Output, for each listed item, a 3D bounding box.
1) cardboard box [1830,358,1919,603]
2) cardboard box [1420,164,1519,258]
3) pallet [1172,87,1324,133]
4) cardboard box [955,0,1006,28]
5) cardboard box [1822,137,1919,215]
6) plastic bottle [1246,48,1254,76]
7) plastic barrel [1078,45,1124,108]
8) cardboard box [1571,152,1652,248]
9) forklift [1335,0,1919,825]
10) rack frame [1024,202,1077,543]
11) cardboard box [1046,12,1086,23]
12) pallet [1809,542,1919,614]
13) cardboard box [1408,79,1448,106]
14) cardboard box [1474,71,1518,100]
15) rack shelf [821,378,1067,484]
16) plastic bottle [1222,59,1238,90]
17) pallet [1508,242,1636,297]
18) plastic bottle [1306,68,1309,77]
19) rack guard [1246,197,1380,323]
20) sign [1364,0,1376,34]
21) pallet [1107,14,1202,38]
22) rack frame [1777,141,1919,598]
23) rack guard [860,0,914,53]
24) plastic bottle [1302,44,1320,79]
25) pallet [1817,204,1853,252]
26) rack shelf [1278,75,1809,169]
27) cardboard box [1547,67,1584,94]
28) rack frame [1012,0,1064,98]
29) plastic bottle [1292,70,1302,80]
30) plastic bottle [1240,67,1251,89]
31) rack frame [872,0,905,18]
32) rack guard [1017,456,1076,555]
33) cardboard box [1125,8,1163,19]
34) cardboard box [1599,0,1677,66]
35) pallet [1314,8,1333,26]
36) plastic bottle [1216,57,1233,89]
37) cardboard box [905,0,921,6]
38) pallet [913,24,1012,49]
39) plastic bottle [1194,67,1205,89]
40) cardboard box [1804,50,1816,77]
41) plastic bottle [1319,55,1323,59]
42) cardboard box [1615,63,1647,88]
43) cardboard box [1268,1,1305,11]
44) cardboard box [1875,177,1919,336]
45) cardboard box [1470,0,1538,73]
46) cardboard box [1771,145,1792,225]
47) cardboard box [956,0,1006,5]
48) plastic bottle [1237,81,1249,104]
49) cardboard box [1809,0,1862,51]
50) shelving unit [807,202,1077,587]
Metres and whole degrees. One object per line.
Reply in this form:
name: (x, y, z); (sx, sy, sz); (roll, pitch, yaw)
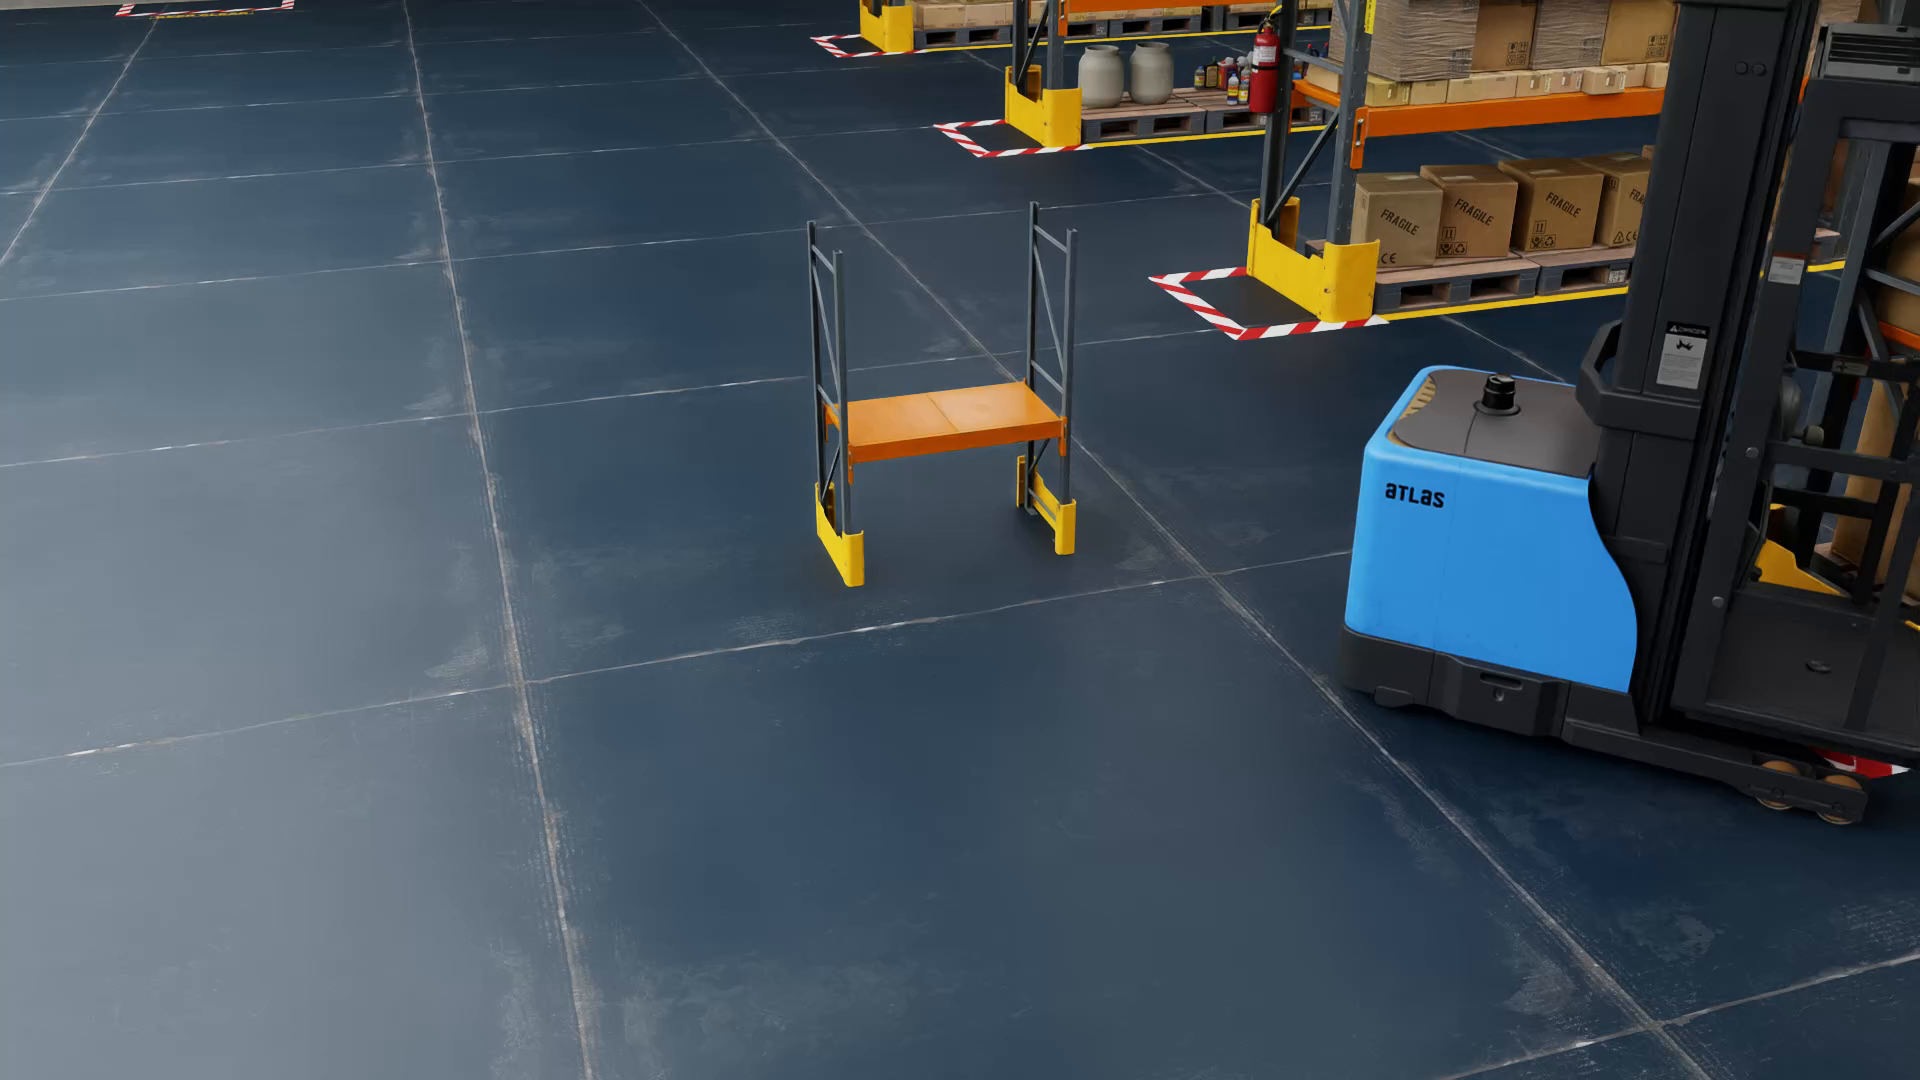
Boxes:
cardboard box: (4.293, -0.215, 6.726); (0.875, 0.875, 0.875); (-8, 28, -16)
cardboard box: (3.385, -2.212, 11.171); (0.500, 0.500, 0.500); (-1, 26, -3)
pallet: (2.685, -4.119, 15.810); (1.213, 0.211, 1.003); (-8, 28, -16)
cardboard box: (0.217, -6.164, 19.412); (0.500, 0.250, 0.500); (-8, 28, -16)
cardboard box: (6.622, -2.672, 12.074); (0.500, 0.500, 0.700); (-10, 28, -20)
plastic bottle: (2.842, -4.578, 16.081); (0.185, 0.351, 0.144); (-7, 27, -14)
plastic barrel: (1.297, -4.259, 15.281); (0.421, 0.512, 0.421); (0, 26, 0)
cardboard box: (4.531, -2.348, 11.445); (0.500, 0.500, 0.500); (-11, 28, -21)
forklift: (3.021, -0.598, 5.658); (3.031, 2.935, 1.130); (13, 29, 24)
rack frame: (0.402, -0.730, 7.534); (0.032, 1.500, 0.500); (-8, 28, -16)
cardboard box: (1.170, -6.299, 19.685); (0.500, 0.250, 0.500); (-8, 28, -16)
pallet: (4.405, 0.249, 7.011); (1.213, 0.211, 1.003); (-8, 28, -16)
cardboard box: (2.817, -2.820, 10.340); (0.250, 0.149, 0.380); (-8, 28, -16)
cardboard box: (3.291, -2.891, 10.483); (0.250, 0.149, 0.380); (-8, 28, -16)
rack shelf: (-0.081, -0.499, 7.473); (1.000, 0.185, 0.538); (-8, 28, -16)
plastic bottle: (2.587, -4.459, 15.918); (0.133, 0.283, 0.061); (-8, 28, -16)
pallet: (4.242, -1.993, 11.526); (1.213, 0.211, 1.003); (-8, 28, -16)
plastic bottle: (3.330, -4.288, 15.582); (0.135, 0.276, 0.152); (-8, 27, -15)
rack guard: (2.301, -1.859, 10.932); (0.348, 0.500, 1.175); (-8, 28, -16)
sign: (2.397, -3.126, 9.700); (0.005, 0.325, 0.100); (-8, 28, -16)
pallet: (2.199, -6.367, 20.337); (1.213, 0.211, 1.003); (-8, 28, -16)
rack frame: (3.668, -0.857, 6.103); (0.127, 3.000, 1.000); (-8, 28, -16)
rack guard: (-0.858, -6.034, 19.342); (0.348, 0.500, 1.175); (-8, 28, -16)
plastic bottle: (3.423, -4.662, 16.251); (0.185, 0.351, 0.144); (-9, 28, -18)
pallet: (6.772, -2.378, 12.302); (1.213, 0.211, 1.003); (-8, 28, -16)
rack shelf: (4.130, -2.921, 11.070); (4.000, 0.370, 1.077); (-8, 28, -16)
cardboard box: (3.760, -2.969, 10.639); (0.250, 0.149, 0.380); (-8, 28, -16)
rack frame: (0.695, -5.062, 14.573); (0.127, 3.000, 1.000); (-8, 28, -16)
plastic bottle: (3.129, -4.244, 15.498); (0.097, 0.271, 0.097); (0, 26, 0)
plastic bottle: (2.742, -4.436, 15.964); (0.097, 0.201, 0.097); (0, 26, 0)
rack frame: (-0.836, -7.157, 18.793); (0.127, 3.000, 1.000); (-8, 28, -16)
rack guard: (0.401, -0.170, 7.811); (0.087, 0.250, 0.587); (-8, 28, -16)
cardboard box: (2.116, -6.443, 19.975); (0.500, 0.250, 0.500); (-8, 28, -16)
cardboard box: (4.166, -3.444, 10.867); (0.500, 0.500, 0.875); (-8, 28, -16)
pallet: (4.818, -6.746, 21.102); (1.213, 0.211, 1.003); (-8, 28, -16)
plastic bottle: (2.553, -4.500, 16.010); (0.135, 0.276, 0.152); (-8, 28, -16)
cardboard box: (-0.417, -6.312, 19.711); (0.500, 0.250, 0.500); (-8, 28, -16)
pallet: (-0.121, -6.031, 19.661); (1.213, 0.211, 1.003); (-8, 28, -16)
plastic bottle: (2.305, -4.444, 15.980); (0.097, 0.201, 0.097); (0, 26, 0)
cardboard box: (5.678, -3.222, 11.149); (0.250, 0.149, 0.380); (-8, 28, -16)
plastic bottle: (3.502, -4.581, 16.178); (0.097, 0.271, 0.097); (0, 26, 0)
cardboard box: (4.226, -3.050, 10.803); (0.250, 0.149, 0.380); (-8, 28, -16)
cardboard box: (3.914, -6.685, 20.462); (0.500, 0.250, 0.500); (-8, 27, -15)
cardboard box: (4.007, -0.994, 6.211); (0.550, 0.550, 0.875); (-8, 28, -16)
cardboard box: (3.198, -3.330, 10.637); (0.500, 0.500, 0.875); (-8, 28, -16)
cardboard box: (5.639, -2.549, 11.850); (0.500, 0.500, 0.500); (-9, 28, -18)
cardboard box: (0.218, -6.499, 19.244); (0.500, 0.500, 0.500); (-8, 28, -16)
plastic bottle: (2.614, -4.138, 15.364); (0.097, 0.201, 0.097); (0, 26, 0)
cardboard box: (5.585, -3.661, 11.304); (0.500, 0.500, 0.875); (-8, 28, -16)
shelving unit: (-0.072, -0.661, 7.395); (1.083, 1.500, 0.587); (-8, 28, -16)
